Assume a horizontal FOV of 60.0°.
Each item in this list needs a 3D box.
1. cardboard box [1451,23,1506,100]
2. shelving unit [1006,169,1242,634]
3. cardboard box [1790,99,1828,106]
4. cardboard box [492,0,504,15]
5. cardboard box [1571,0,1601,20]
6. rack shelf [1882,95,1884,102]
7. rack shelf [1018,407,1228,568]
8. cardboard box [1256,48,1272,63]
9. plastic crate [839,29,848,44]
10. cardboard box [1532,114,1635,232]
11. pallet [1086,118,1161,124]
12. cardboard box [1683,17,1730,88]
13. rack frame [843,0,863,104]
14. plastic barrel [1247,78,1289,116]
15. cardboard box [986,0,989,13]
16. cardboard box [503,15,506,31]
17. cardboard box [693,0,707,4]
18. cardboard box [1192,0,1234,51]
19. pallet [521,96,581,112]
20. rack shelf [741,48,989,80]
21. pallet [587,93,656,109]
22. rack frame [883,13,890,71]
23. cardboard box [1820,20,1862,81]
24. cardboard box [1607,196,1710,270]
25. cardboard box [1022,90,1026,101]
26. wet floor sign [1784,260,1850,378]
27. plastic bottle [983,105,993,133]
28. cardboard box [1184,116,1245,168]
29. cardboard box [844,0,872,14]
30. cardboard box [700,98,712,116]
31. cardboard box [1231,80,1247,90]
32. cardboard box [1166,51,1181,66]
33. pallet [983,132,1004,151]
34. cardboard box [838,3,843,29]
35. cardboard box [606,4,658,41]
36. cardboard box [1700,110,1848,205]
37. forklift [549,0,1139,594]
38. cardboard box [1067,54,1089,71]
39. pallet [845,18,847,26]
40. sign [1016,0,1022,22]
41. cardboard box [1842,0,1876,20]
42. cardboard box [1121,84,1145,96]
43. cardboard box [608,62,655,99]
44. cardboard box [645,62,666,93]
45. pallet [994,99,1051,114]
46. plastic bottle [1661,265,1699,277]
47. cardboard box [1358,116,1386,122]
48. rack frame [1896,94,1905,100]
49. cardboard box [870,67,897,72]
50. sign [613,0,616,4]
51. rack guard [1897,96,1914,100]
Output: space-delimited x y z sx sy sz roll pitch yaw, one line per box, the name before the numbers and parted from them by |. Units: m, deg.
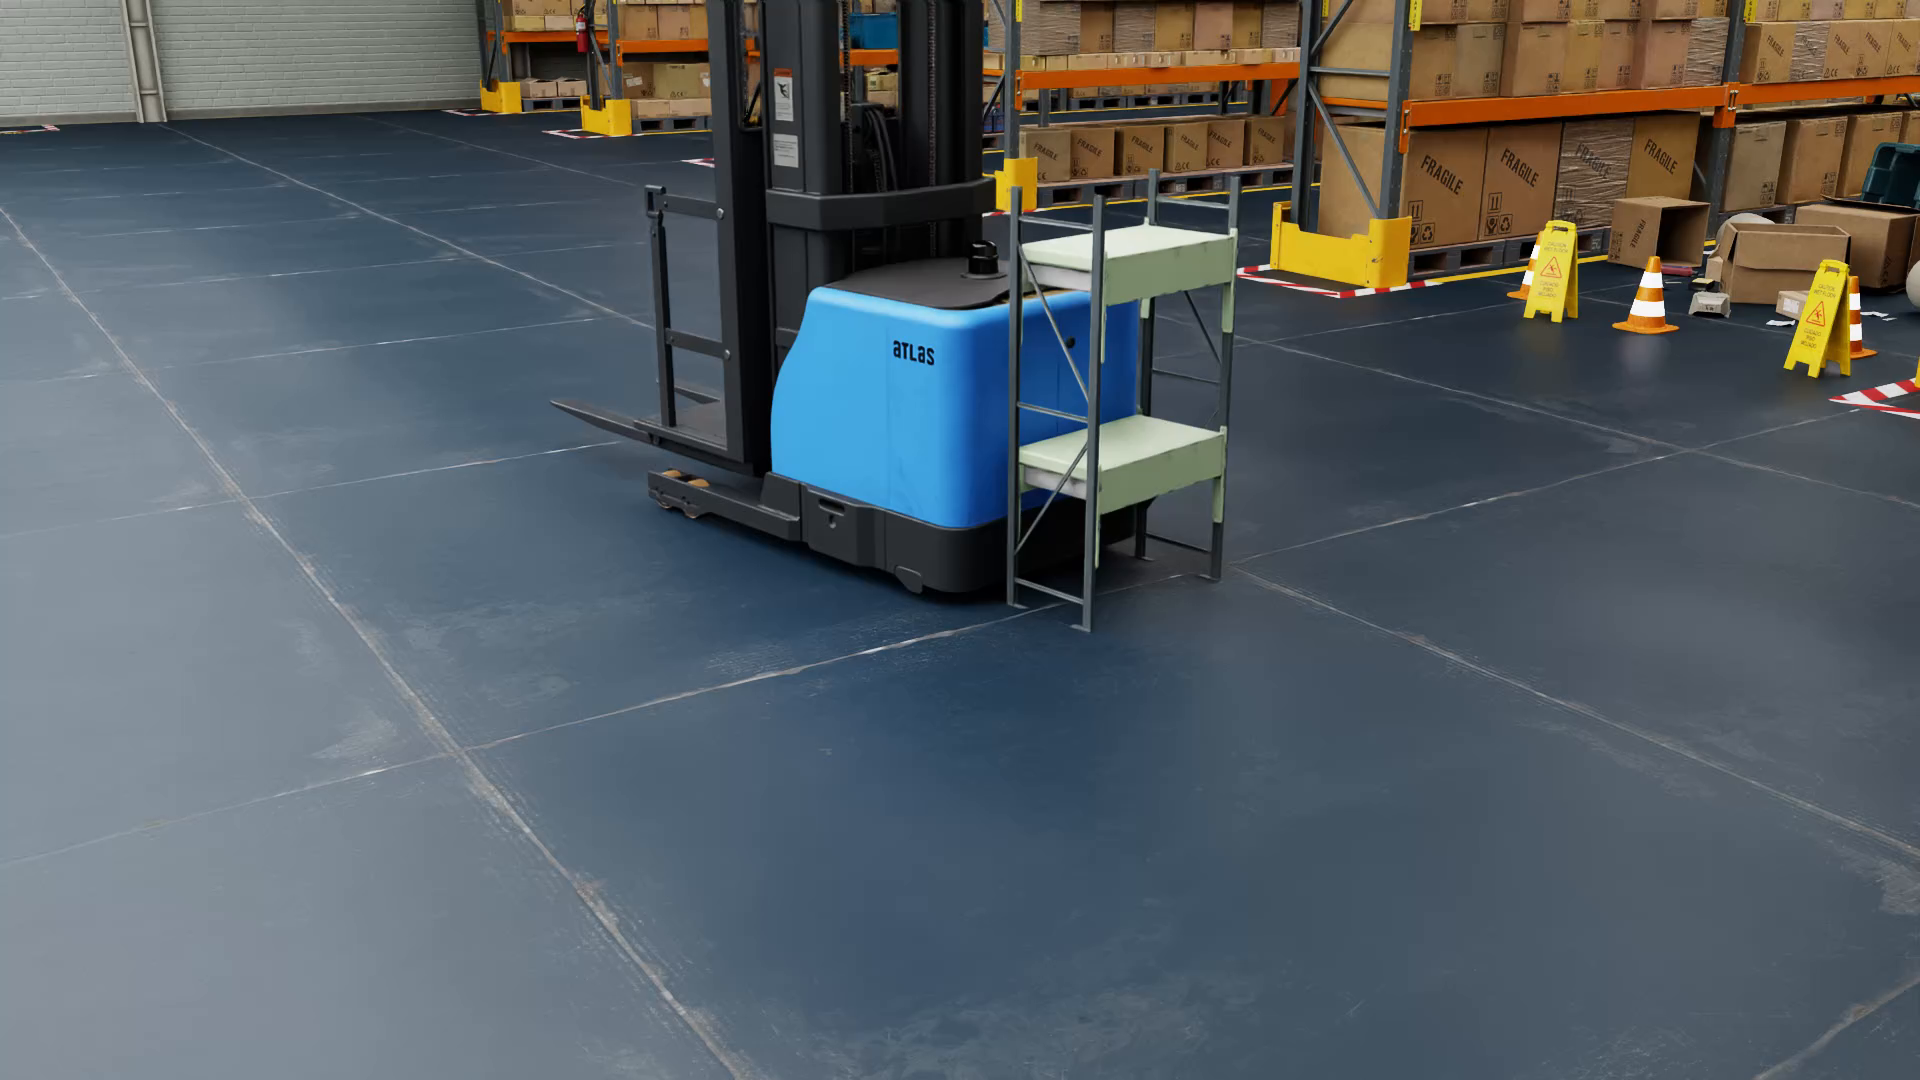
cardboard box | 3.630 -3.698 12.766 0.550 0.550 0.875 -12 22 -31
shelving unit | 0.577 -0.514 5.924 0.755 1.500 0.431 -18 26 -42
cardboard box | 11.624 -6.351 23.509 0.875 0.875 0.875 -12 22 -31
cardboard box | -7.641 -9.200 28.305 0.500 0.500 0.500 -12 22 -32
cardboard box | 4.551 -4.397 13.146 0.500 0.550 0.875 -12 22 -31
rack shelf | 11.250 -4.868 17.582 4.000 0.370 1.077 -12 22 -31
rack shelf | 0.577 -0.205 6.029 0.720 0.370 0.431 -18 26 -42
cardboard box | 3.122 -5.191 17.808 0.250 0.149 0.380 -12 22 -31
plastic crate | -1.671 -6.327 21.008 0.408 0.251 0.499 -12 22 -31
cardboard box | 4.924 -3.092 13.869 0.875 0.875 0.875 -12 22 -31
pallet | 2.526 -5.865 23.763 1.213 0.211 1.003 -12 22 -31
cardboard box | 5.937 -4.154 14.115 0.550 0.550 0.875 -12 22 -31
rack frame | -1.850 -8.146 26.158 0.127 3.000 1.000 -12 22 -31
plastic barrel | 4.611 -6.787 24.869 0.708 0.830 0.600 -12 22 -31
cardboard box | 0.598 -10.661 32.943 0.500 0.500 0.500 -11 22 -30
cardboard box | -7.634 -8.839 28.409 0.500 0.250 0.500 -12 22 -31
cardboard box | -3.883 -7.990 24.527 0.250 0.149 0.380 -13 23 -33
cardboard box | 2.386 -5.428 17.496 0.500 0.500 0.875 -12 22 -31
pallet | -7.157 -7.592 28.872 1.213 0.211 1.003 -12 22 -31
rack shelf | -0.799 -6.128 21.310 4.000 0.370 1.077 -12 22 -31
pallet | -6.139 -7.806 29.504 1.213 0.211 1.003 -12 22 -31
rack frame | -1.237 -10.175 32.159 0.127 3.000 1.000 -12 22 -31
cardboard box | 7.666 -4.396 14.908 0.500 0.500 0.500 -12 22 -32
cardboard box | 5.507 -2.421 13.120 0.500 0.500 0.500 -8 20 -22
cardboard box | 0.757 -7.498 27.876 0.500 0.250 0.500 -12 22 -32
wet floor sign | 4.958 -1.278 9.518 0.232 0.644 0.267 -4 19 -13
plastic bottle | 0.332 -5.550 21.927 0.185 0.351 0.144 -13 23 -34
cardboard box | 2.765 -4.348 18.170 0.500 0.500 0.500 -5 19 -14
cardboard box | -2.076 -10.240 31.507 0.500 0.500 0.700 -14 23 -36
cardboard box | -3.787 -6.550 25.074 0.500 0.250 0.500 -12 22 -31
cardboard box | 5.301 -8.506 30.733 0.500 0.311 0.500 -12 22 -31
cardboard box | 2.066 -4.977 17.174 0.250 0.149 0.380 -12 22 -31
pallet | 0.287 -5.393 22.366 1.213 0.211 1.003 -12 22 -31
cardboard box | -2.217 -8.114 25.905 0.500 0.500 0.700 -13 22 -33
cardboard box | -4.794 -7.568 24.291 0.500 0.500 0.700 -12 22 -31
cardboard box | 7.515 -3.587 15.528 0.750 0.750 1.050 -12 22 -31
forklift | -0.694 -1.580 6.842 1.130 2.935 3.031 -17 25 -41
cardboard box | 1.060 -4.738 16.467 0.250 0.149 0.380 -12 22 -31
pallet | -2.867 -9.725 31.126 1.213 0.211 1.003 -12 22 -31
sign | 0.553 -5.056 15.666 0.005 0.325 0.100 -12 22 -31
cardboard box | 7.923 -5.030 15.223 0.500 0.500 0.700 -12 22 -32
cardboard box | 2.884 -8.060 29.117 0.500 0.500 0.500 -12 22 -32
cardboard box | -4.906 -6.867 24.841 0.500 0.500 0.500 -12 22 -31
cardboard box | -5.422 -8.301 29.832 0.500 0.500 0.500 -14 23 -35
pallet | 0.782 -7.395 28.290 1.213 0.211 1.003 -12 22 -31
plastic bottle | 5.518 -2.062 12.748 0.283 0.061 0.133 13 23 34
cardboard box | 4.529 -4.702 19.184 0.500 0.500 0.700 -12 22 -32
rack frame | 13.617 -7.610 24.570 0.127 3.000 1.000 -12 22 -31
cardboard box | -1.238 -7.550 27.155 0.500 0.311 0.500 -11 22 -30
sign | -4.890 -7.740 23.480 0.005 0.325 0.100 -12 22 -31
rack guard | 13.637 -6.430 24.983 0.348 0.500 1.175 -12 22 -31
